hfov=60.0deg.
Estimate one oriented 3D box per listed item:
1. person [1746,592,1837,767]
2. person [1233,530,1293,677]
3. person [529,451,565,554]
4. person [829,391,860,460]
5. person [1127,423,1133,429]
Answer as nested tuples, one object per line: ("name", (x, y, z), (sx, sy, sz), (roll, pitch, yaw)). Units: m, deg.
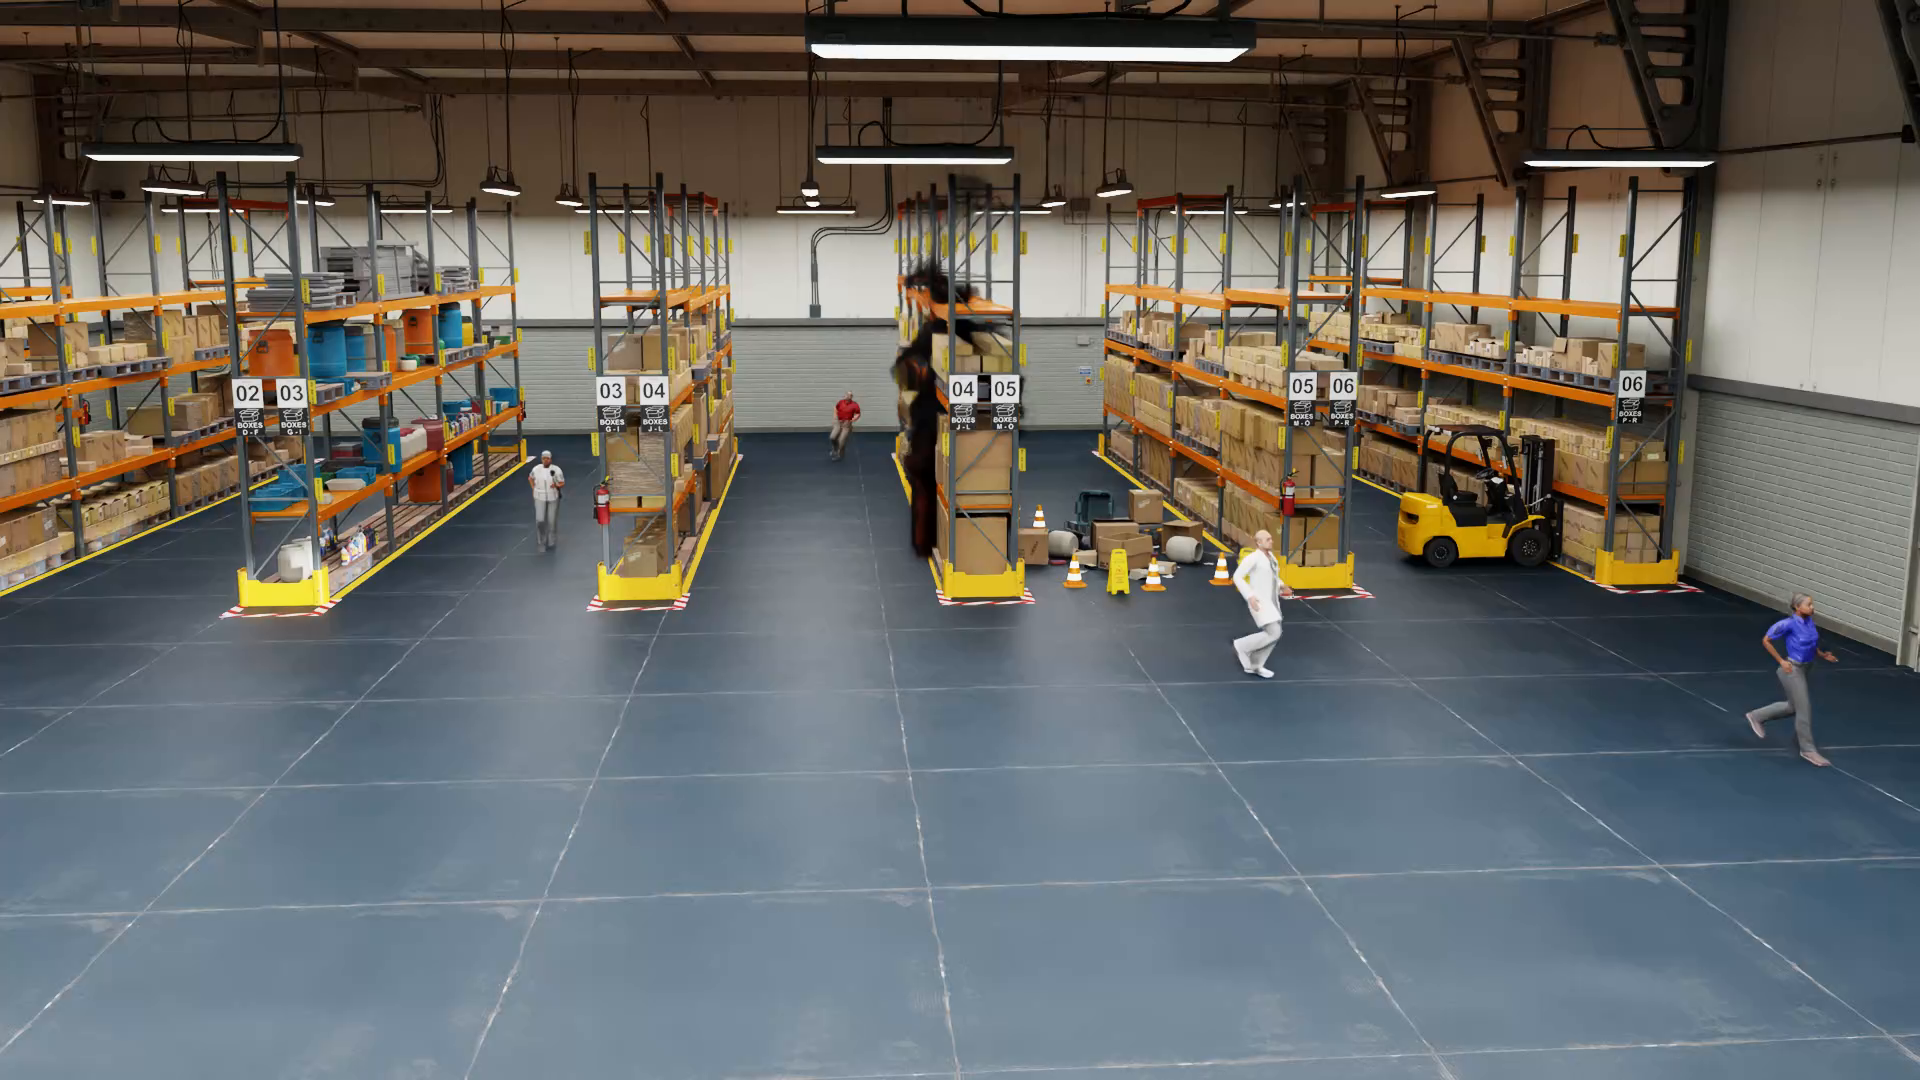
("person", (8.229, 1.332, 16.439), (0.580, 1.665, 0.910), (-7, 12, -35))
("person", (3.570, 0.750, 19.489), (0.632, 1.737, 0.705), (8, 13, 38))
("person", (-6.835, -0.627, 27.564), (0.582, 1.725, 0.742), (-2, 10, -13))
("person", (-2.776, -2.702, 39.346), (0.801, 1.658, 0.504), (4, 11, 23))
("person", (4.322, -3.111, 41.584), (0.673, 1.665, 0.672), (6, 12, 32))
